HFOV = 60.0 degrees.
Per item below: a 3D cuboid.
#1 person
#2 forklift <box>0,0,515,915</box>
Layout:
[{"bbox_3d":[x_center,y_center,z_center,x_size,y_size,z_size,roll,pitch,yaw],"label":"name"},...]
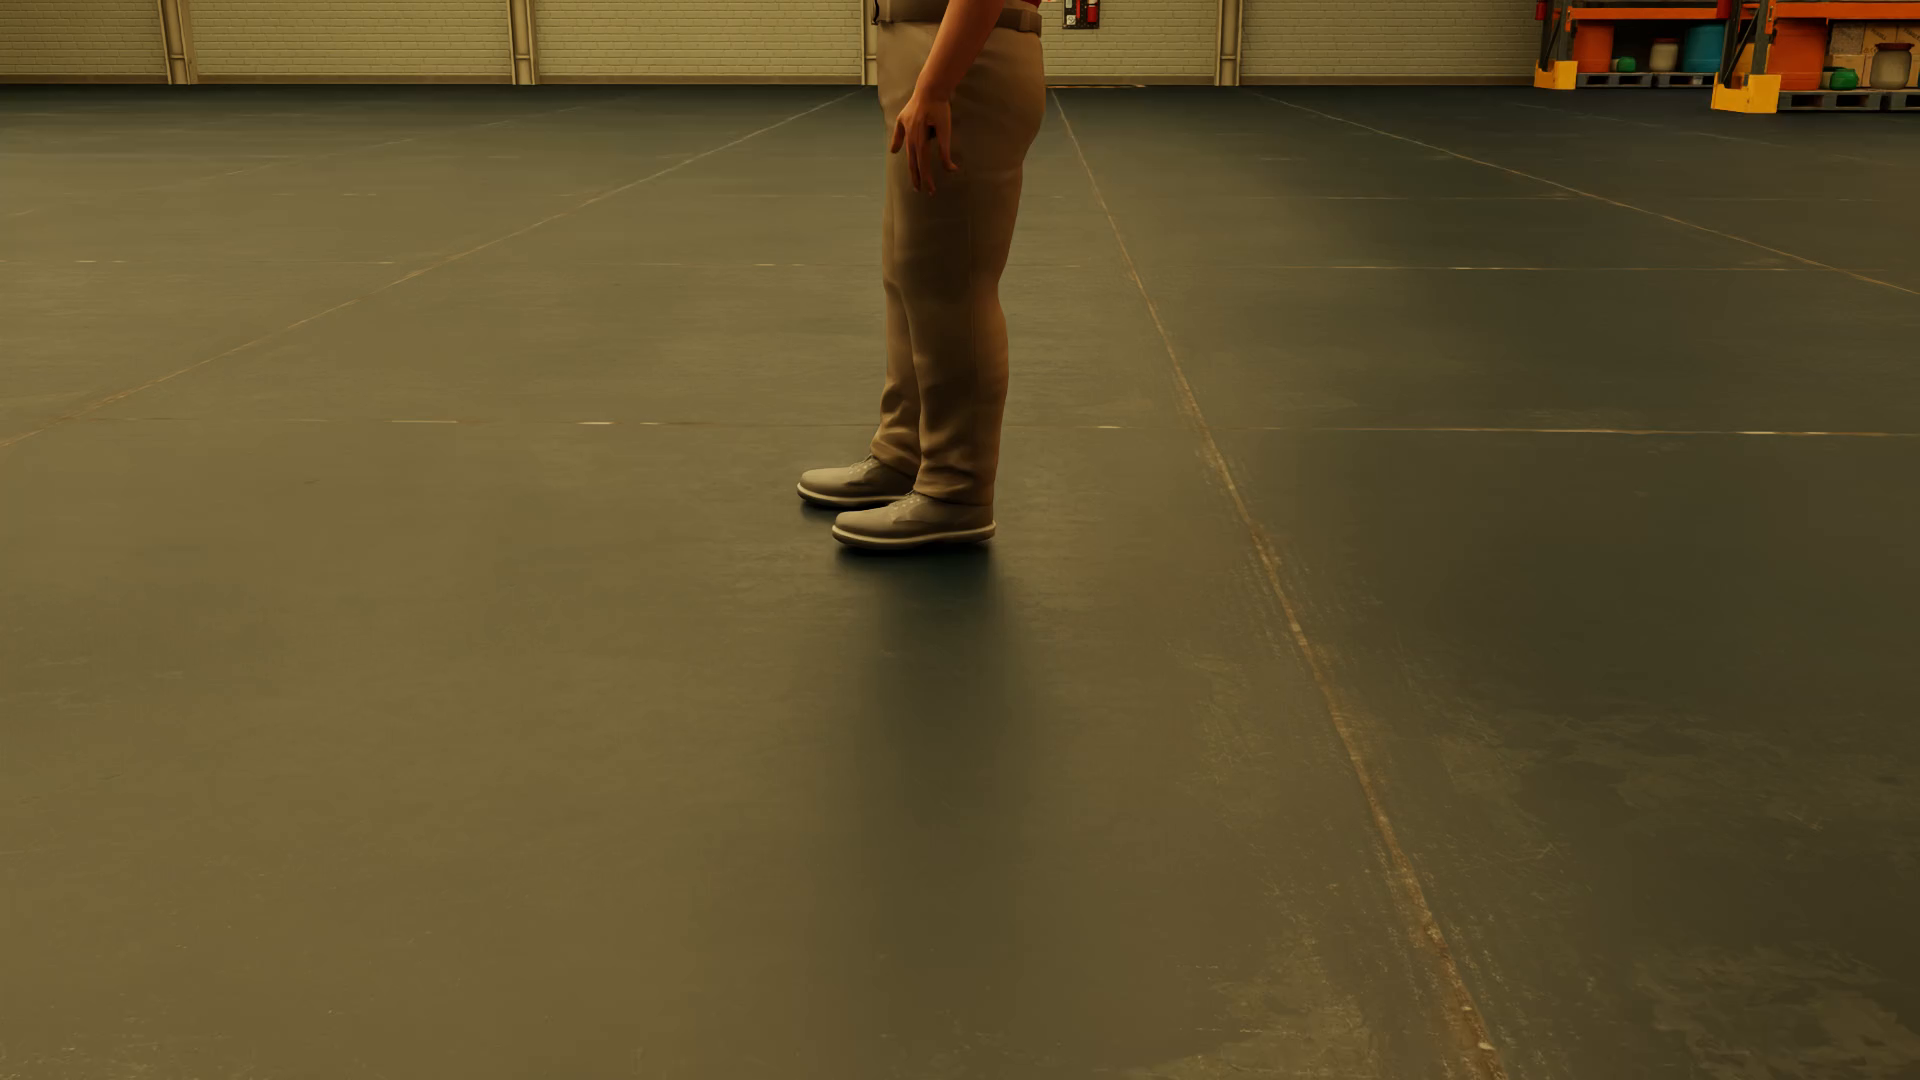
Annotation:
[{"bbox_3d":[-0.226,-0.689,2.930,0.688,1.565,0.869,-10,20,-29],"label":"person"},{"bbox_3d":[-2.042,-0.878,1.257,3.031,2.935,1.130,-15,23,-40],"label":"forklift"}]
